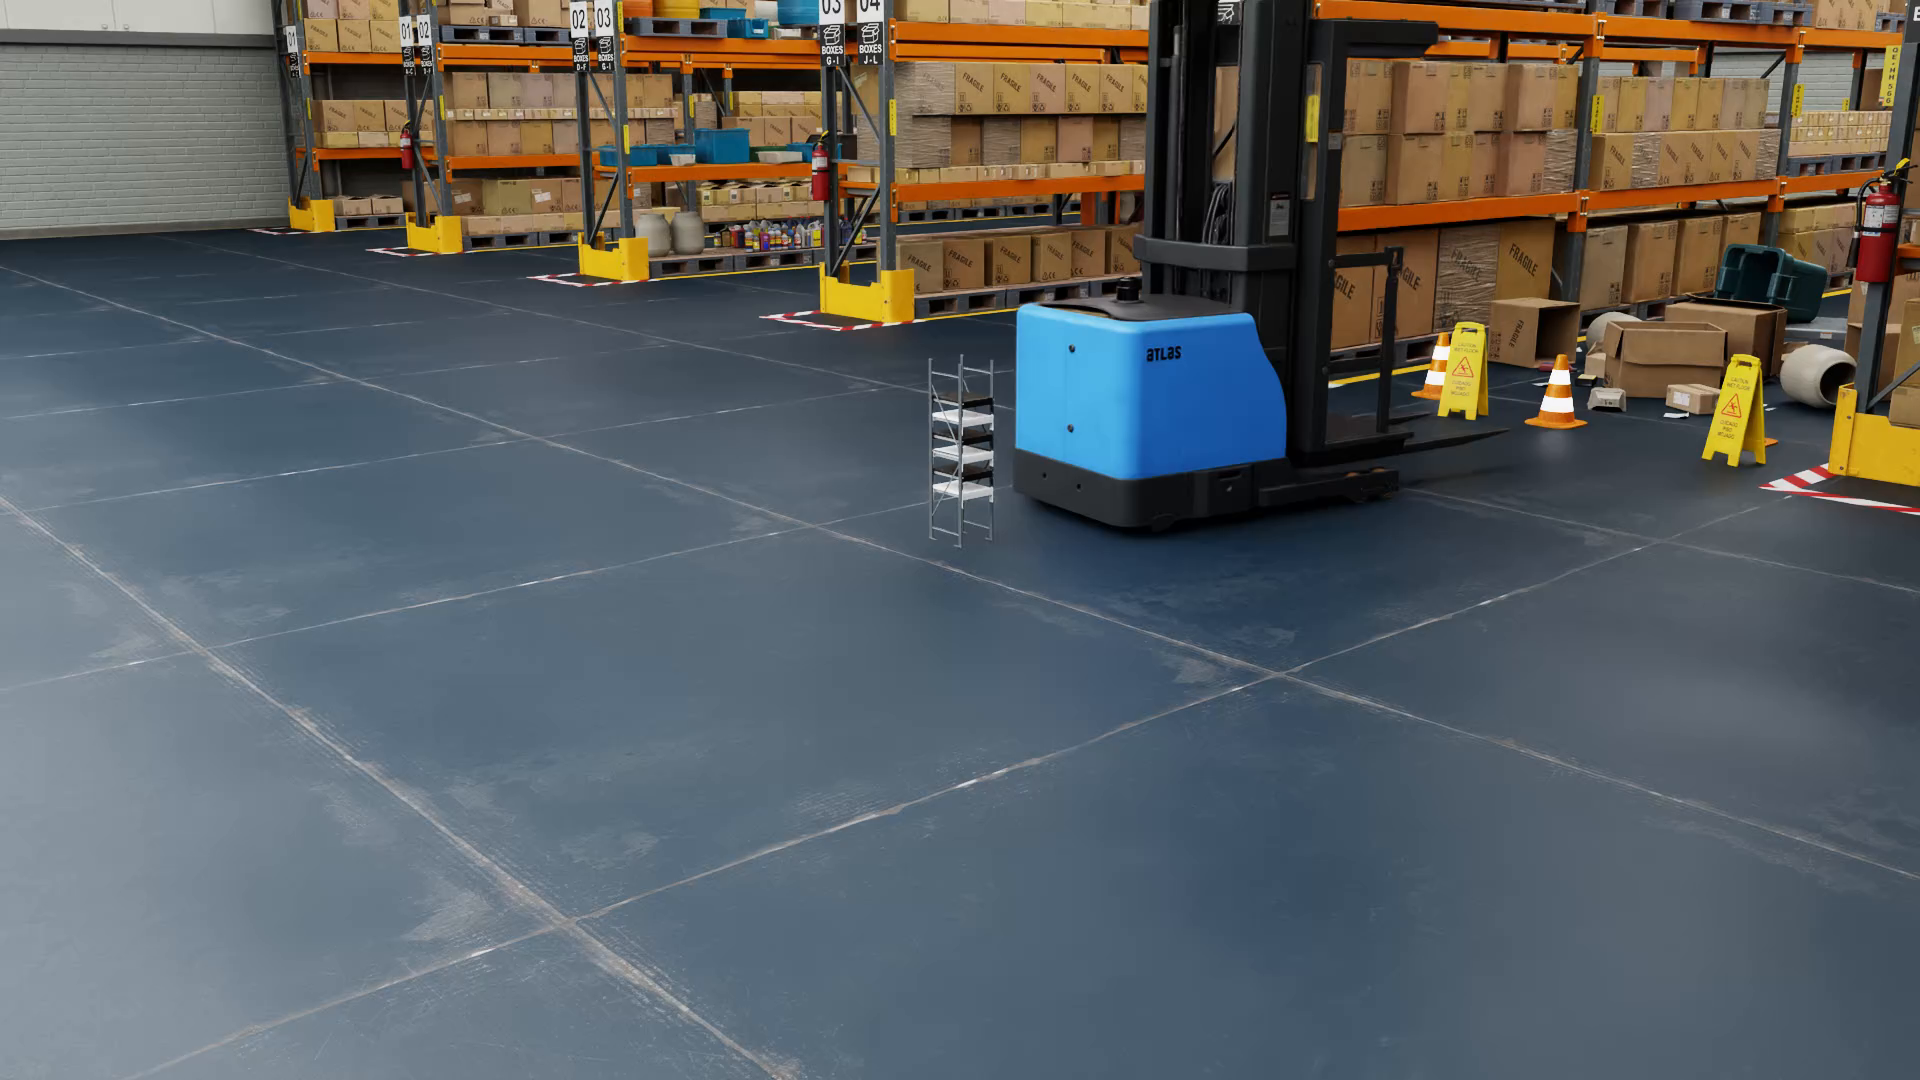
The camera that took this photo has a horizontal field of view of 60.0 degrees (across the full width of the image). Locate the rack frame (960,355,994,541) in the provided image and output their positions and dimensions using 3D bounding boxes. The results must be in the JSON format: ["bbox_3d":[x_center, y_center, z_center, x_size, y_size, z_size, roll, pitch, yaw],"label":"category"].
[{"bbox_3d":[0.083,-0.453,8.203,0.006,0.900,0.240,-13,19,-39],"label":"rack frame"}]

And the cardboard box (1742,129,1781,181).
[{"bbox_3d":[8.059,-3.970,17.107,0.500,0.500,0.500,-13,19,-39],"label":"cardboard box"}]

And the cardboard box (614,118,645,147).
[{"bbox_3d":[-5.199,-6.166,25.328,0.500,0.500,0.700,-13,20,-40],"label":"cardboard box"}]

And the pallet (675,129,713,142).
[{"bbox_3d":[-5.180,-7.692,31.606,1.003,0.211,1.213,-13,19,-39],"label":"pallet"}]

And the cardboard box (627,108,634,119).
[{"bbox_3d":[-5.121,-6.428,25.051,0.250,0.149,0.380,-13,20,-39],"label":"cardboard box"}]

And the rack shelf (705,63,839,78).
[{"bbox_3d":[-3.203,-9.367,33.085,4.000,0.370,1.077,-13,19,-39],"label":"rack shelf"}]

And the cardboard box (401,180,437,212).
[{"bbox_3d":[-9.150,-5.887,28.467,0.500,0.500,0.700,-14,21,-43],"label":"cardboard box"}]

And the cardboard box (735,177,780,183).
[{"bbox_3d":[-4.071,-7.190,32.705,0.750,0.750,0.750,-13,20,-40],"label":"cardboard box"}]

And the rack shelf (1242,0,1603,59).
[{"bbox_3d":[3.696,-4.136,13.502,4.000,0.370,1.077,-13,19,-39],"label":"rack shelf"}]

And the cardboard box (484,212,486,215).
[{"bbox_3d":[-6.912,-4.717,24.611,0.500,0.250,0.500,-13,19,-39],"label":"cardboard box"}]

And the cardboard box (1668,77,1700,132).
[{"bbox_3d":[6.726,-4.248,16.209,0.500,0.500,0.700,-13,20,-40],"label":"cardboard box"}]

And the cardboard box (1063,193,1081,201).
[{"bbox_3d":[2.019,-6.583,31.439,0.500,0.311,0.500,-13,19,-39],"label":"cardboard box"}]

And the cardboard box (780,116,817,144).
[{"bbox_3d":[-2.712,-6.723,27.414,0.500,0.500,0.500,-14,20,-42],"label":"cardboard box"}]

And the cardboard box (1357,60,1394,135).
[{"bbox_3d":[2.847,-3.456,12.993,0.550,0.550,0.875,-13,19,-39],"label":"cardboard box"}]

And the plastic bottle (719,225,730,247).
[{"bbox_3d":[-3.070,-3.962,21.682,0.133,0.283,0.061,-12,19,-38],"label":"plastic bottle"}]

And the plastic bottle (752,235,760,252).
[{"bbox_3d":[-2.593,-3.767,21.110,0.097,0.201,0.097,0,15,0],"label":"plastic bottle"}]

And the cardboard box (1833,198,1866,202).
[{"bbox_3d":[10.448,-3.826,19.337,0.500,0.250,0.500,-12,19,-37],"label":"cardboard box"}]

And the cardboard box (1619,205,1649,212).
[{"bbox_3d":[9.961,-5.287,25.533,0.875,0.875,0.875,-13,19,-39],"label":"cardboard box"}]

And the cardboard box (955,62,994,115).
[{"bbox_3d":[-0.017,-4.477,16.489,0.500,0.500,0.500,-13,19,-39],"label":"cardboard box"}]

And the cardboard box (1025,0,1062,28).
[{"bbox_3d":[0.691,-5.347,16.933,0.500,0.250,0.500,-12,19,-38],"label":"cardboard box"}]

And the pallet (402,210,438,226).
[{"bbox_3d":[-9.134,-5.573,28.705,1.213,0.211,1.003,-13,19,-39],"label":"pallet"}]

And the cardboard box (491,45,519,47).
[{"bbox_3d":[-7.950,-8.622,28.670,0.500,0.500,0.500,-12,19,-38],"label":"cardboard box"}]

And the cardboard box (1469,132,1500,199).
[{"bbox_3d":[4.050,-3.214,14.181,0.550,0.550,0.875,-13,19,-39],"label":"cardboard box"}]

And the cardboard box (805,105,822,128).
[{"bbox_3d":[-3.014,-8.421,33.154,0.500,0.500,0.500,-12,19,-38],"label":"cardboard box"}]

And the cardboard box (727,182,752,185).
[{"bbox_3d":[-3.591,-5.728,27.310,0.500,0.311,0.500,-13,20,-40],"label":"cardboard box"}]

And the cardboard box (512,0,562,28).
[{"bbox_3d":[-6.060,-7.603,23.811,0.500,0.500,0.500,-13,19,-39],"label":"cardboard box"}]

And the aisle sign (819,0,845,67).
[{"bbox_3d":[-1.236,-4.982,16.051,0.004,0.787,0.394,-13,19,-39],"label":"aisle sign"}]

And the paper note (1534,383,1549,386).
[{"bbox_3d":[4.453,-1.188,12.642,0.142,0.017,0.144,-6,16,-20],"label":"paper note"}]

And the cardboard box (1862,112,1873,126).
[{"bbox_3d":[10.082,-4.770,18.817,0.250,0.149,0.380,-14,20,-42],"label":"cardboard box"}]

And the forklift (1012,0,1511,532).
[{"bbox_3d":[1.804,-1.721,9.012,3.031,2.935,1.130,-9,18,-31],"label":"forklift"}]

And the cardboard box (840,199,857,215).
[{"bbox_3d":[-2.081,-5.612,27.963,0.500,0.250,0.500,-13,20,-40],"label":"cardboard box"}]

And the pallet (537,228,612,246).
[{"bbox_3d":[-6.023,-4.603,25.075,1.213,0.211,1.003,-13,19,-39],"label":"pallet"}]

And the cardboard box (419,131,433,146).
[{"bbox_3d":[-9.017,-6.790,28.110,0.500,0.250,0.500,-12,19,-39],"label":"cardboard box"}]

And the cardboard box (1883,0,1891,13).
[{"bbox_3d":[10.438,-6.229,19.304,0.500,0.311,0.500,-13,20,-40],"label":"cardboard box"}]

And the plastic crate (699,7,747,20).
[{"bbox_3d":[-3.003,-6.465,20.861,0.575,0.384,0.392,-13,19,-39],"label":"plastic crate"}]

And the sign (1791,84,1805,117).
[{"bbox_3d":[8.589,-4.502,17.050,0.005,0.325,0.100,-13,19,-39],"label":"sign"}]

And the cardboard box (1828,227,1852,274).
[{"bbox_3d":[9.685,-3.290,18.783,0.500,0.500,0.500,-13,20,-41],"label":"cardboard box"}]

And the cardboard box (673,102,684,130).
[{"bbox_3d":[-5.464,-8.006,31.362,0.700,0.500,0.500,14,20,42],"label":"cardboard box"}]

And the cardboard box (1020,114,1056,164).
[{"bbox_3d":[0.529,-4.225,17.483,0.500,0.500,0.875,-13,19,-39],"label":"cardboard box"}]

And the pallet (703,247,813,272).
[{"bbox_3d":[-2.681,-3.659,21.540,1.213,0.211,1.003,-13,19,-39],"label":"pallet"}]

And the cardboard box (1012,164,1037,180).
[{"bbox_3d":[0.574,-3.794,17.127,0.250,0.149,0.380,-13,19,-39],"label":"cardboard box"}]

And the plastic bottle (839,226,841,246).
[{"bbox_3d":[-1.667,-4.055,21.899,0.185,0.351,0.144,-14,20,-42],"label":"plastic bottle"}]

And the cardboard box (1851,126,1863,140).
[{"bbox_3d":[9.890,-4.583,18.694,0.250,0.149,0.380,-12,19,-37],"label":"cardboard box"}]

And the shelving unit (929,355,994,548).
[{"bbox_3d":[0.006,-0.436,8.139,0.210,0.900,0.258,-13,19,-39],"label":"shelving unit"}]

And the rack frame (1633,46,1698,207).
[{"bbox_3d":[11.078,-6.388,26.354,0.127,3.000,1.000,-13,19,-39],"label":"rack frame"}]

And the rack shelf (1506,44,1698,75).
[{"bbox_3d":[9.569,-7.151,24.792,4.000,0.370,1.077,-13,19,-39],"label":"rack shelf"}]

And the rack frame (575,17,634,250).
[{"bbox_3d":[-4.244,-4.642,19.817,0.127,3.000,1.000,-13,19,-39],"label":"rack frame"}]

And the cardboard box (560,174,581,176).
[{"bbox_3d":[-5.784,-5.335,25.470,0.500,0.500,0.500,-13,19,-39],"label":"cardboard box"}]

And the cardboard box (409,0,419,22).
[{"bbox_3d":[-9.418,-8.943,27.934,0.500,0.500,0.500,-13,20,-39],"label":"cardboard box"}]

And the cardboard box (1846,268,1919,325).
[{"bbox_3d":[7.339,-1.926,13.024,0.500,0.500,0.500,-13,19,-39],"label":"cardboard box"}]

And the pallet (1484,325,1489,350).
[{"bbox_3d":[4.580,-1.912,15.000,1.213,0.211,1.003,-13,19,-39],"label":"pallet"}]

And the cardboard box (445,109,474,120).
[{"bbox_3d":[-7.055,-5.993,23.425,0.250,0.149,0.380,-13,20,-40],"label":"cardboard box"}]

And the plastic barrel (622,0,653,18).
[{"bbox_3d":[-3.960,-6.609,19.721,0.708,0.830,0.600,-13,19,-39],"label":"plastic barrel"}]

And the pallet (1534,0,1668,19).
[{"bbox_3d":[5.864,-4.895,15.320,1.217,0.209,0.805,-14,20,-42],"label":"pallet"}]
